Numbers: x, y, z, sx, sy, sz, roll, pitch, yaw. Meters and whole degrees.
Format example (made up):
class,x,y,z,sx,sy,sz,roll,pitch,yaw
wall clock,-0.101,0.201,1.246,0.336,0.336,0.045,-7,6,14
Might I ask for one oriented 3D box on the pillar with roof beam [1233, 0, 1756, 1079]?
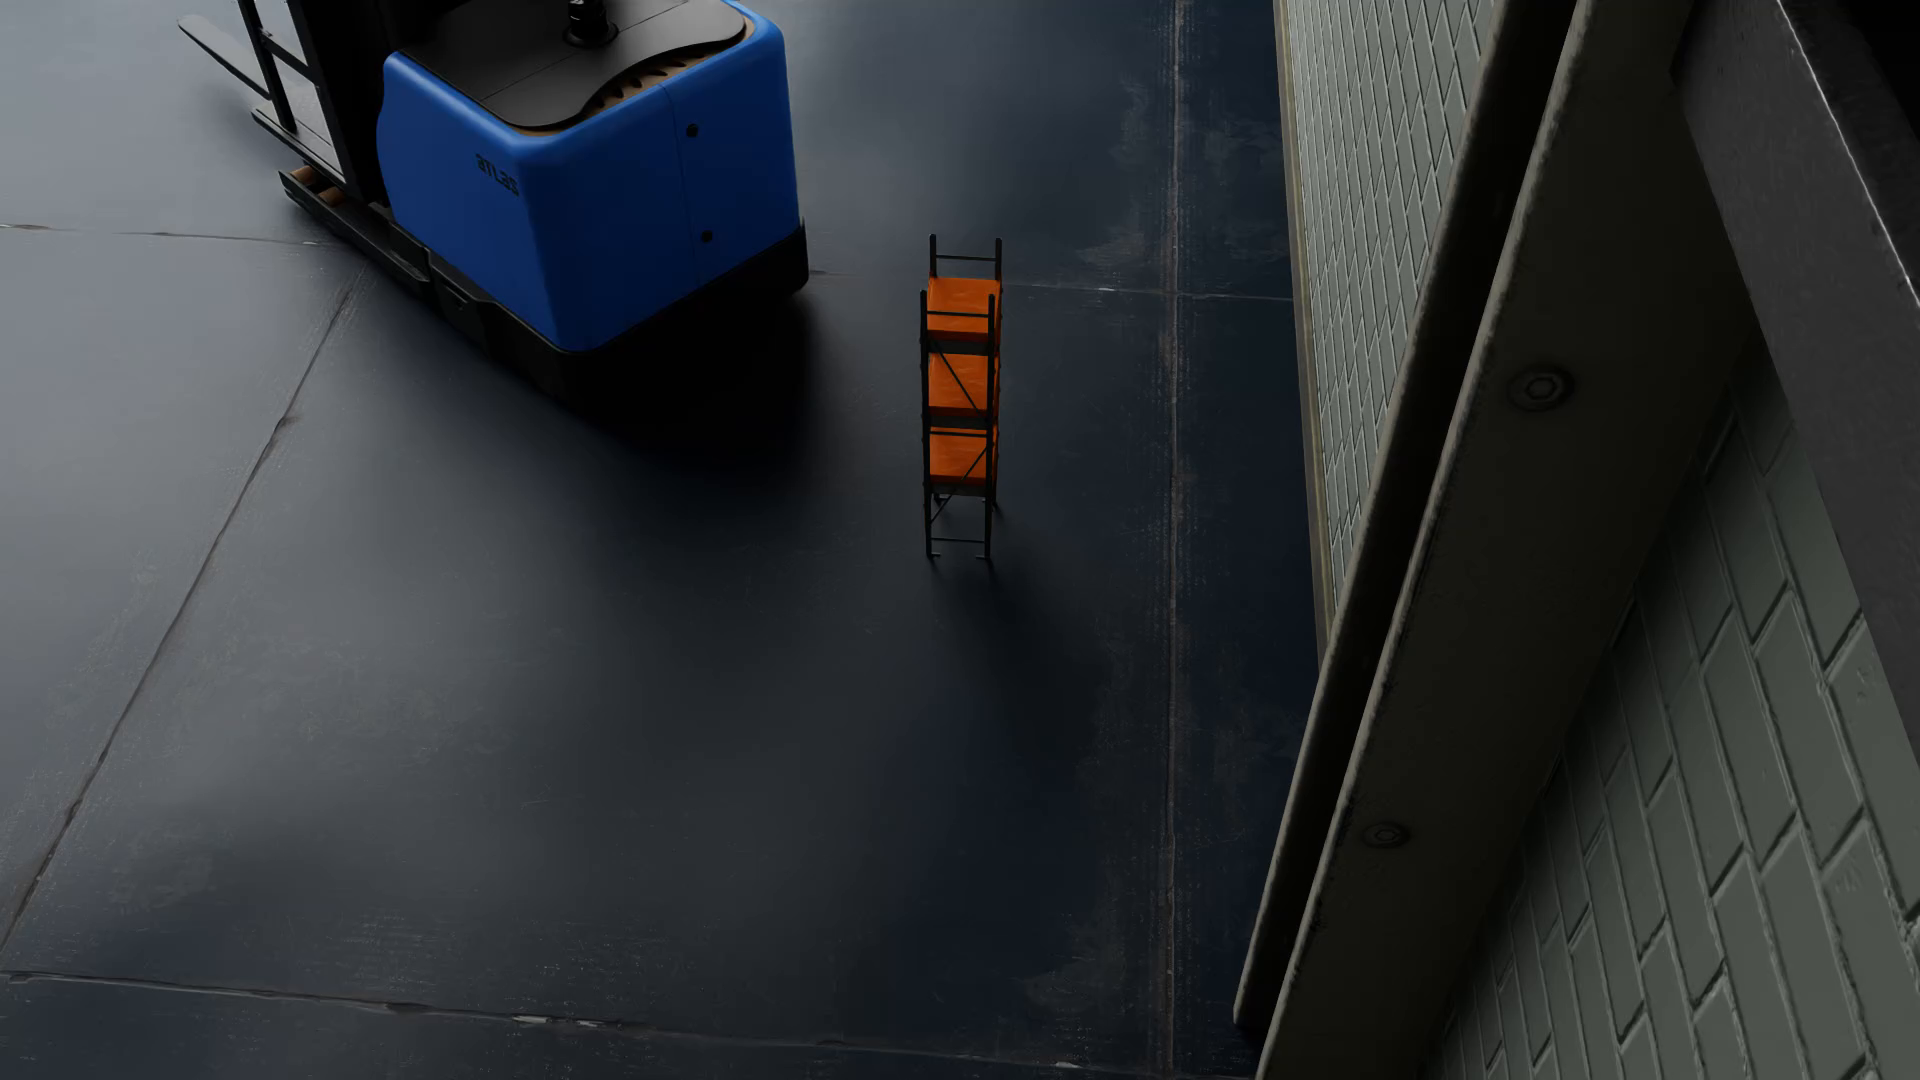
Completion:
class,x,y,z,sx,sy,sz,roll,pitch,yaw
pillar with roof beam,-3.463,-2.003,0.984,9.100,9.000,0.400,4,48,4

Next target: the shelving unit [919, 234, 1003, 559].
class,x,y,z,sx,sy,sz,roll,pitch,yaw
shelving unit,0.005,-0.394,4.899,0.215,1.050,0.252,4,48,4

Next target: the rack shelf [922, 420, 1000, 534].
class,x,y,z,sx,sy,sz,roll,pitch,yaw
rack shelf,0.005,-0.199,5.111,0.215,0.259,0.240,4,48,4

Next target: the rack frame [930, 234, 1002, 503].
class,x,y,z,sx,sy,sz,roll,pitch,yaw
rack frame,0.016,-0.483,4.981,0.200,1.050,0.008,4,48,4

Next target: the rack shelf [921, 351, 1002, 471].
class,x,y,z,sx,sy,sz,roll,pitch,yaw
rack shelf,0.005,-0.387,4.906,0.215,0.259,0.240,4,48,4

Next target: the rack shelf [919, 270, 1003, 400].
class,x,y,z,sx,sy,sz,roll,pitch,yaw
rack shelf,0.005,-0.578,4.697,0.215,0.259,0.240,4,48,4

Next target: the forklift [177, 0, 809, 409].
class,x,y,z,sx,sy,sz,roll,pitch,yaw
forklift,-1.951,-2.403,5.461,3.031,2.935,1.130,36,57,28

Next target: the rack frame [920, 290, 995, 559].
class,x,y,z,sx,sy,sz,roll,pitch,yaw
rack frame,-0.006,-0.304,4.817,0.200,1.050,0.008,4,48,4
